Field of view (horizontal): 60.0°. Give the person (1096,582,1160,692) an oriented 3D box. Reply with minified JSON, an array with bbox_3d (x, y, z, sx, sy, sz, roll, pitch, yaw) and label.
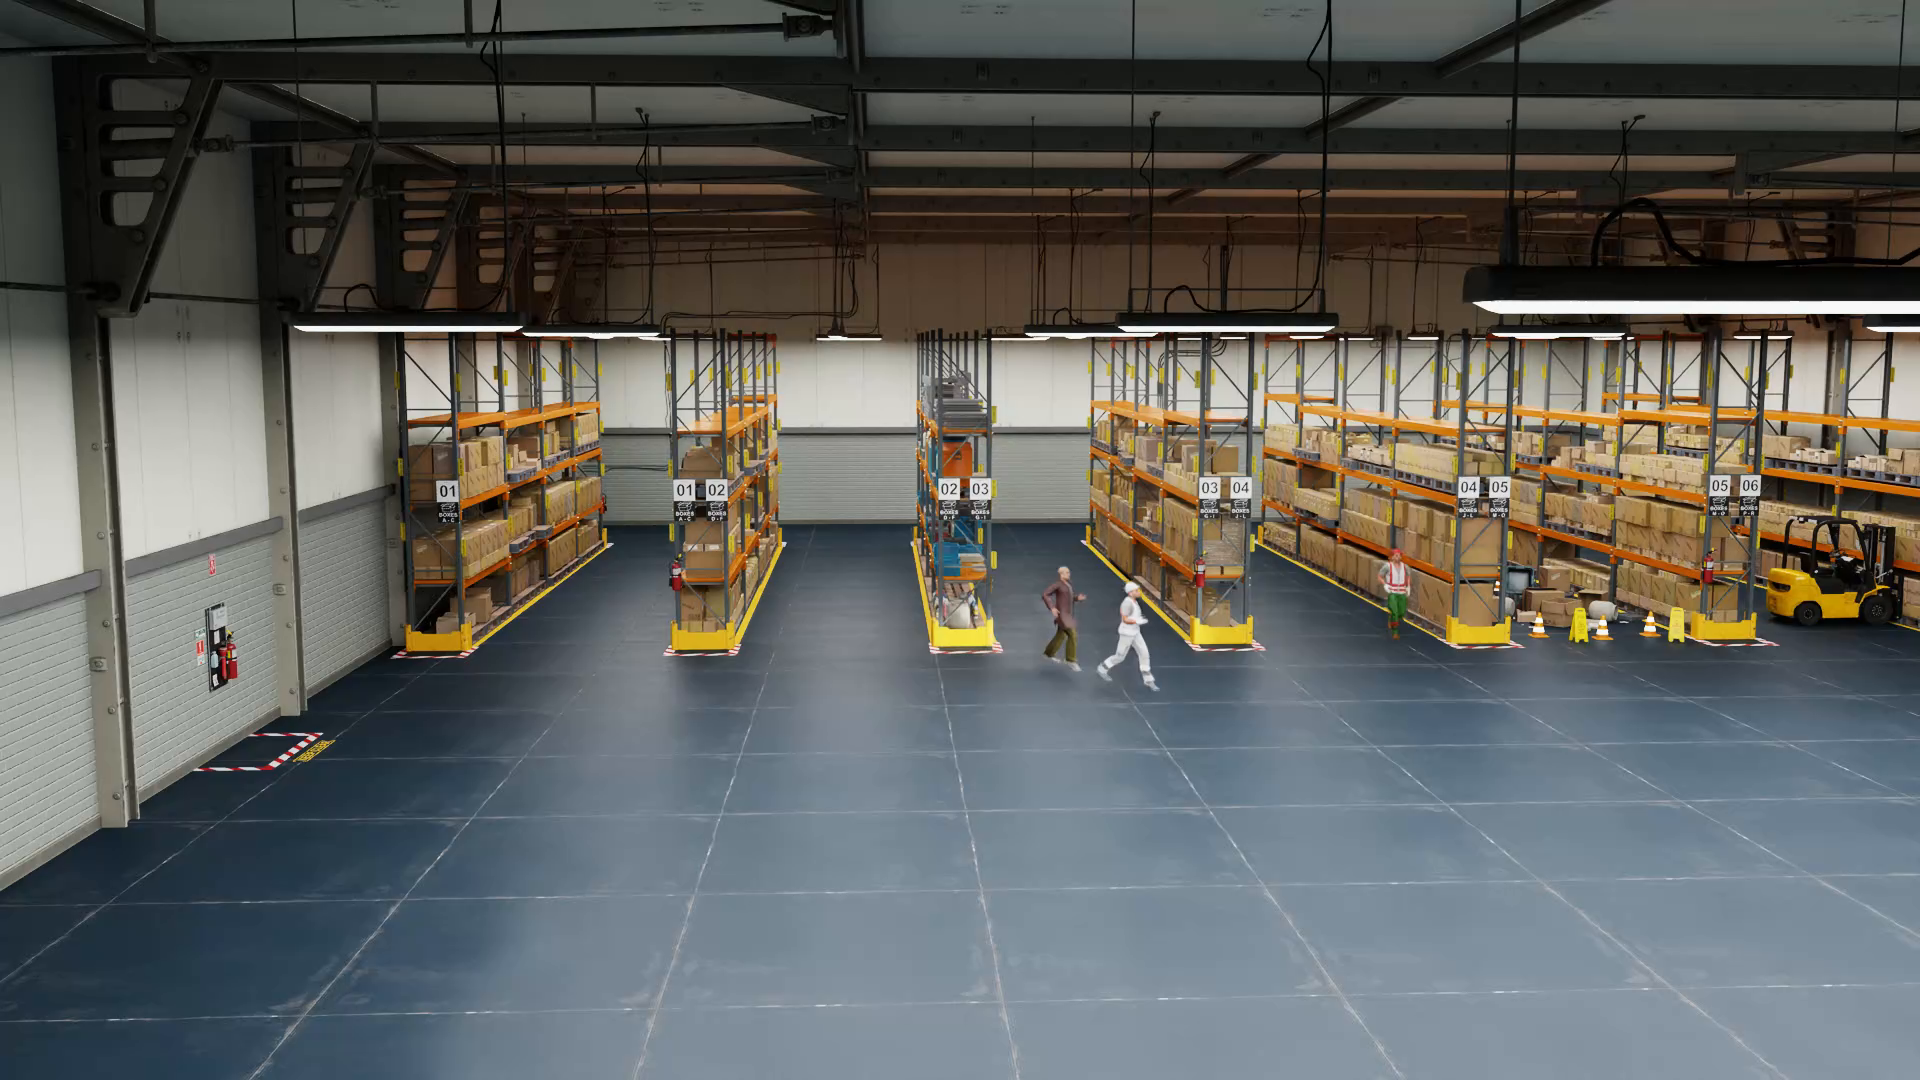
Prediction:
[{"bbox_3d":[2.769,1.601,27.569,1.088,1.818,0.621,4,8,29],"label":"person"}]

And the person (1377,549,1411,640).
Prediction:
[{"bbox_3d":[8.494,1.033,32.513,0.674,1.759,0.657,-1,7,-6],"label":"person"}]

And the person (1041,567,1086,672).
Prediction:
[{"bbox_3d":[1.816,1.386,29.350,0.863,1.849,0.675,3,7,25],"label":"person"}]

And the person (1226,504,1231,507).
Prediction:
[{"bbox_3d":[7.475,-0.417,45.266,0.664,1.651,0.878,1,7,10],"label":"person"}]

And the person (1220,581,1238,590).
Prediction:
[{"bbox_3d":[6.358,0.242,39.180,0.683,1.745,0.880,-1,7,-6],"label":"person"}]
